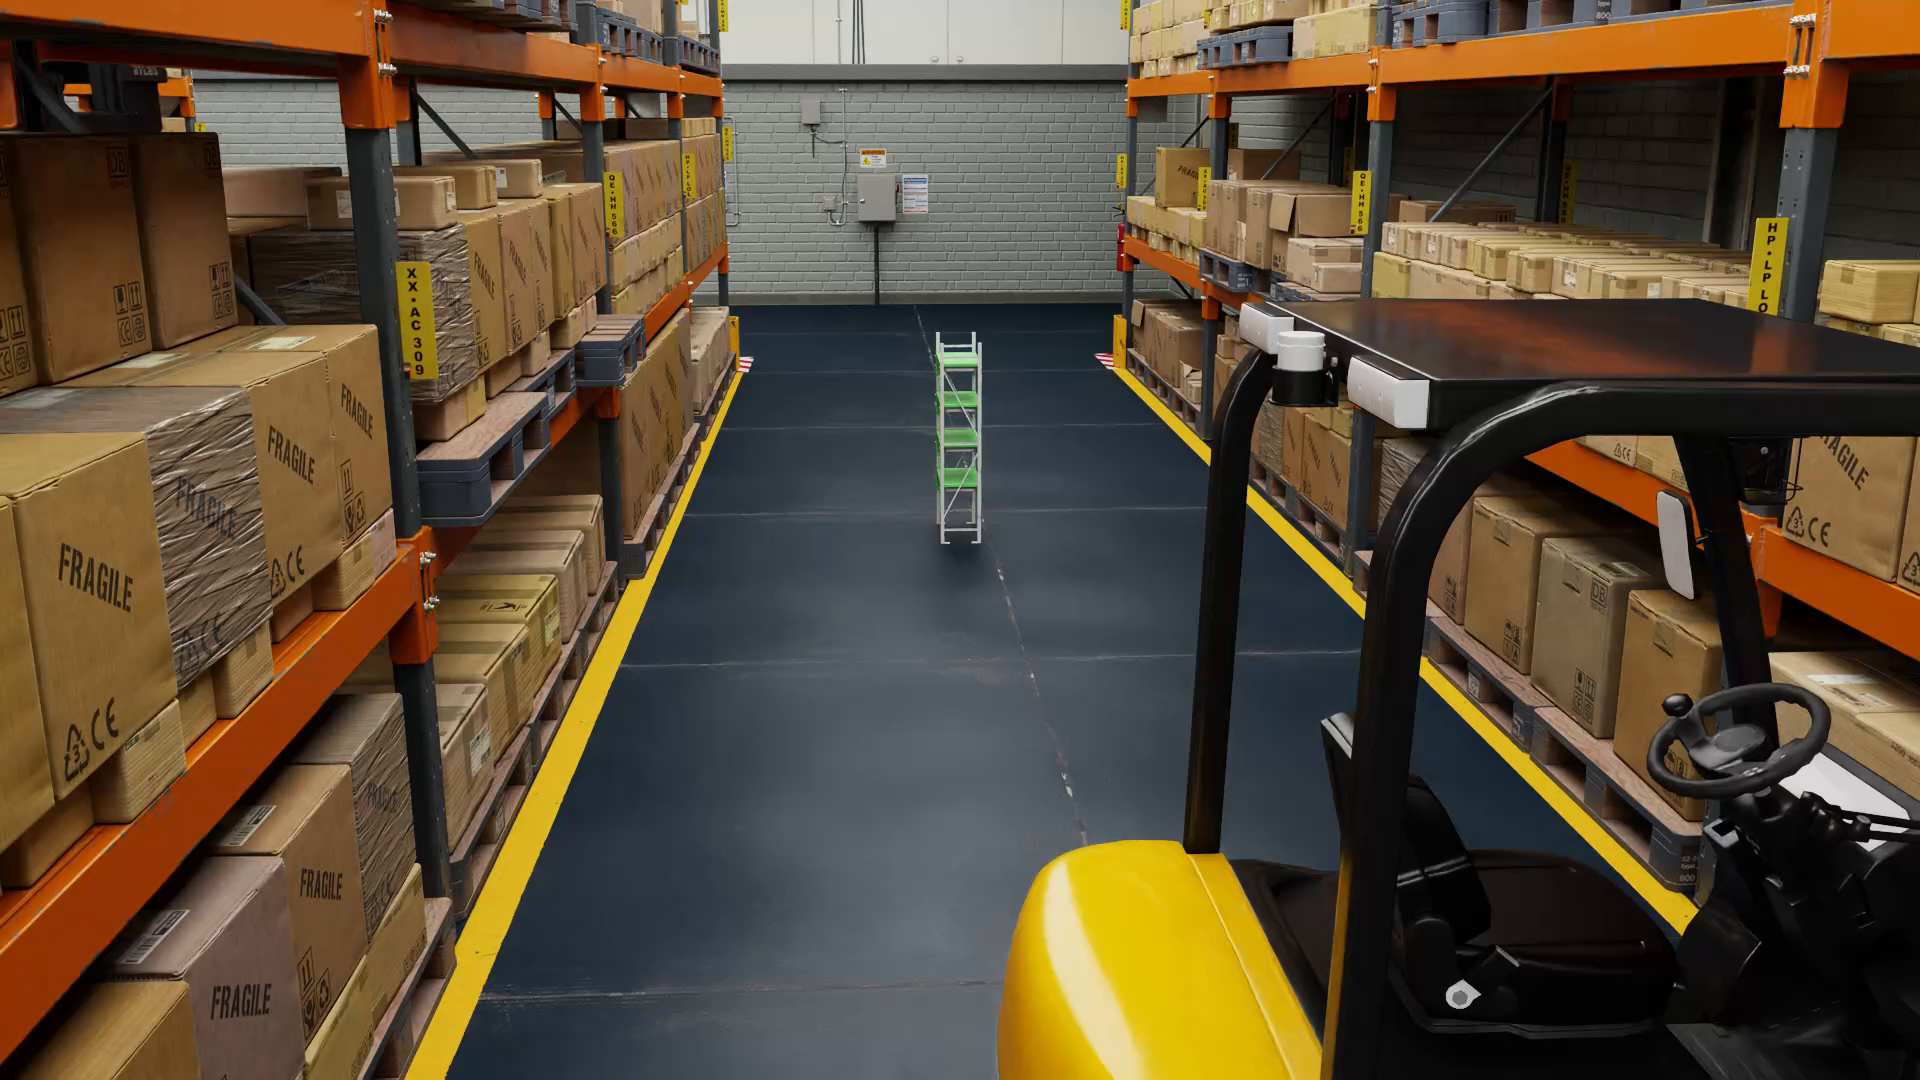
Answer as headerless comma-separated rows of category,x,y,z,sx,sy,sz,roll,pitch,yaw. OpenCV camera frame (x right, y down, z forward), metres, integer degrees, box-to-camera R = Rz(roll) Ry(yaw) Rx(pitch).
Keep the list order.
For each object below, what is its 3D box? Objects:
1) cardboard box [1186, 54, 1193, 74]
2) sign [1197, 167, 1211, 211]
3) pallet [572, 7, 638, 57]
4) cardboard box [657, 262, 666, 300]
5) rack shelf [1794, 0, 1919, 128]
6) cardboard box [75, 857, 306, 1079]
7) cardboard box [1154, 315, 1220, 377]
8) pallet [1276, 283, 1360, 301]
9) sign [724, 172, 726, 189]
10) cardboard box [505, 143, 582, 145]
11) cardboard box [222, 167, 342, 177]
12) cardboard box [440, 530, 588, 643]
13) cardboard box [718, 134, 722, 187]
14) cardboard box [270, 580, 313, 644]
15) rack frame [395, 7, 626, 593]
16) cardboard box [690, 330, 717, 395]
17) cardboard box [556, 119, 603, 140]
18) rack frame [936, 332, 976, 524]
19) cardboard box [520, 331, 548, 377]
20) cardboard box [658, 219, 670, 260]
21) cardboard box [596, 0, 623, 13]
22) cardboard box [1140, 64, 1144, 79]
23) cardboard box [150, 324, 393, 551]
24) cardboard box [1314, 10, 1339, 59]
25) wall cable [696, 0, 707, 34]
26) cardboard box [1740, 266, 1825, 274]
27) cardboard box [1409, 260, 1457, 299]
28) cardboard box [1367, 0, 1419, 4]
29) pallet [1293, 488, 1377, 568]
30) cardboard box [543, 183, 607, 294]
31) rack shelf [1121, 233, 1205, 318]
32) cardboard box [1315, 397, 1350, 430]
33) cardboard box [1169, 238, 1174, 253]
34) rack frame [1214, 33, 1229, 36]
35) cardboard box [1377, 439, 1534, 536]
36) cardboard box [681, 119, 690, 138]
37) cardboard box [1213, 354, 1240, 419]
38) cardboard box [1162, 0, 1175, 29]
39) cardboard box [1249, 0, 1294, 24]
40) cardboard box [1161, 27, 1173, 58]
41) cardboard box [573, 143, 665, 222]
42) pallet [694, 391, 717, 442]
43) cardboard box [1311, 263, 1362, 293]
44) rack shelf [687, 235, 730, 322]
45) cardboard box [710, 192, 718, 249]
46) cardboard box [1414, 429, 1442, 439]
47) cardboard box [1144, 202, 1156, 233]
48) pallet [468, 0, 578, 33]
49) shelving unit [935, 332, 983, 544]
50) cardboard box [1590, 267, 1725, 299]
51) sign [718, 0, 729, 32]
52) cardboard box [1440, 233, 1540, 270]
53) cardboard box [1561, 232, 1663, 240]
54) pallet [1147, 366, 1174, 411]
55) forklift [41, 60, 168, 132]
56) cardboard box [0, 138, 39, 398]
cardboard box,2.048,-3.855,13.473,0.380,0.149,0.250,-1,14,-4
sign,1.855,-2.659,12.603,0.100,0.325,0.005,-1,14,-3
pallet,-2.403,-2.698,8.852,1.213,0.211,1.003,0,14,-1
cardboard box,-2.236,-1.740,11.069,0.500,0.250,0.500,-1,14,-5
rack shelf,3.015,-0.867,2.801,1.077,0.370,4.000,-1,14,-3
cardboard box,-1.692,0.979,3.373,0.500,0.500,0.500,0,14,0
cardboard box,2.038,-1.738,14.934,0.500,0.500,0.500,-1,14,-2
pallet,2.532,-1.330,9.560,1.213,0.211,1.003,-1,14,-3
sign,-3.231,-4.715,21.788,0.327,0.218,0.001,-1,14,-3
cardboard box,-2.730,-2.340,10.895,0.500,0.500,0.500,-1,14,-5
cardboard box,-2.413,-1.243,5.896,0.380,0.149,0.250,-2,15,-6
cardboard box,-2.231,0.216,7.599,0.950,0.372,0.625,-1,14,-5
cardboard box,-2.538,-3.584,15.727,0.500,0.500,0.500,0,14,-2
cardboard box,-1.778,0.142,3.958,0.380,0.149,0.250,-1,14,-3
rack frame,-2.310,-1.178,8.583,1.000,3.000,0.127,-1,14,-3
cardboard box,-2.546,-1.515,14.195,0.875,0.438,0.875,-1,14,-5
cardboard box,-2.895,-3.091,12.510,0.380,0.149,0.250,-1,14,-5
rack frame,-0.025,-0.683,10.273,0.240,1.200,0.015,-1,14,-3
cardboard box,-1.834,-0.731,6.511,0.380,0.149,0.250,0,14,-1
cardboard box,-2.212,-1.983,11.012,0.500,0.250,0.500,-1,14,-2
cardboard box,-2.291,-3.247,10.234,0.380,0.166,0.250,0,14,1
cardboard box,1.936,-4.493,15.953,0.380,0.149,0.250,-1,14,-2
cardboard box,-1.787,-0.269,4.253,0.500,0.500,0.500,-1,14,-5
cardboard box,2.338,-2.884,9.497,0.500,0.250,0.500,-1,14,-3
wall cable,-3.440,-7.483,21.050,0.463,3.000,0.029,-1,14,-3
cardboard box,3.068,-0.907,6.027,0.380,0.149,0.250,-1,14,-4
cardboard box,2.457,-1.186,7.914,0.500,0.250,0.500,0,14,-2
cardboard box,2.381,-2.913,8.808,0.380,0.149,0.250,-1,14,-2
pallet,2.635,-0.091,9.956,1.003,0.211,1.213,-1,14,-3
cardboard box,-2.005,-1.465,8.059,0.500,0.500,0.500,-1,14,-5
rack shelf,2.272,-2.399,14.774,1.077,0.370,4.000,-1,14,-3
cardboard box,2.312,-0.748,9.787,0.380,0.149,0.250,-2,15,-6
cardboard box,2.046,-2.588,14.568,0.380,0.149,0.250,-1,14,-4
rack frame,2.396,-5.155,12.004,1.000,3.000,0.127,-1,14,-3
cardboard box,2.669,-0.153,8.525,0.875,0.625,0.625,0,14,-2
cardboard box,-2.363,-3.291,13.288,0.380,0.149,0.250,-1,14,-4
cardboard box,2.201,-1.119,12.529,0.500,0.500,0.500,0,14,-1
cardboard box,2.024,-4.519,14.250,0.500,0.250,0.500,0,14,-2
cardboard box,2.090,-3.435,10.798,0.380,0.149,0.250,-1,14,-2
cardboard box,2.029,-4.272,14.296,0.500,0.250,0.500,-1,14,-4
cardboard box,-2.229,-2.343,10.905,0.500,0.500,0.500,0,14,-2
pallet,-2.527,-1.012,13.537,1.003,0.211,1.213,-1,14,-3
cardboard box,2.220,-1.494,9.476,0.380,0.149,0.250,-1,14,-2
rack shelf,-2.682,-2.321,14.473,1.077,0.370,4.000,-1,14,-3
cardboard box,-2.454,-2.847,14.871,0.500,0.500,0.500,0,14,-2
cardboard box,2.897,-0.357,9.568,0.500,0.500,0.500,0,14,-1
cardboard box,1.973,-2.948,15.167,0.500,0.250,0.500,-1,14,-4
pallet,-2.062,-1.958,5.972,1.213,0.211,1.003,-1,14,-3
shelving unit,-0.010,-0.622,10.037,0.258,1.200,0.503,-1,14,-3
cardboard box,2.503,-0.893,5.976,0.380,0.149,0.250,-1,14,-5
sign,-2.263,-5.015,15.861,0.100,0.325,0.005,-1,14,-3
cardboard box,2.458,-1.339,7.709,0.380,0.149,0.250,-1,14,-3
cardboard box,3.034,-1.351,7.756,0.380,0.149,0.250,-1,14,-5
pallet,2.276,-1.374,14.945,1.003,0.211,1.213,-1,14,-3
forklift,-5.228,-1.337,9.340,1.130,2.935,3.031,5,15,18
cardboard box,-2.238,-0.494,3.123,0.700,0.500,0.500,-1,14,-5
